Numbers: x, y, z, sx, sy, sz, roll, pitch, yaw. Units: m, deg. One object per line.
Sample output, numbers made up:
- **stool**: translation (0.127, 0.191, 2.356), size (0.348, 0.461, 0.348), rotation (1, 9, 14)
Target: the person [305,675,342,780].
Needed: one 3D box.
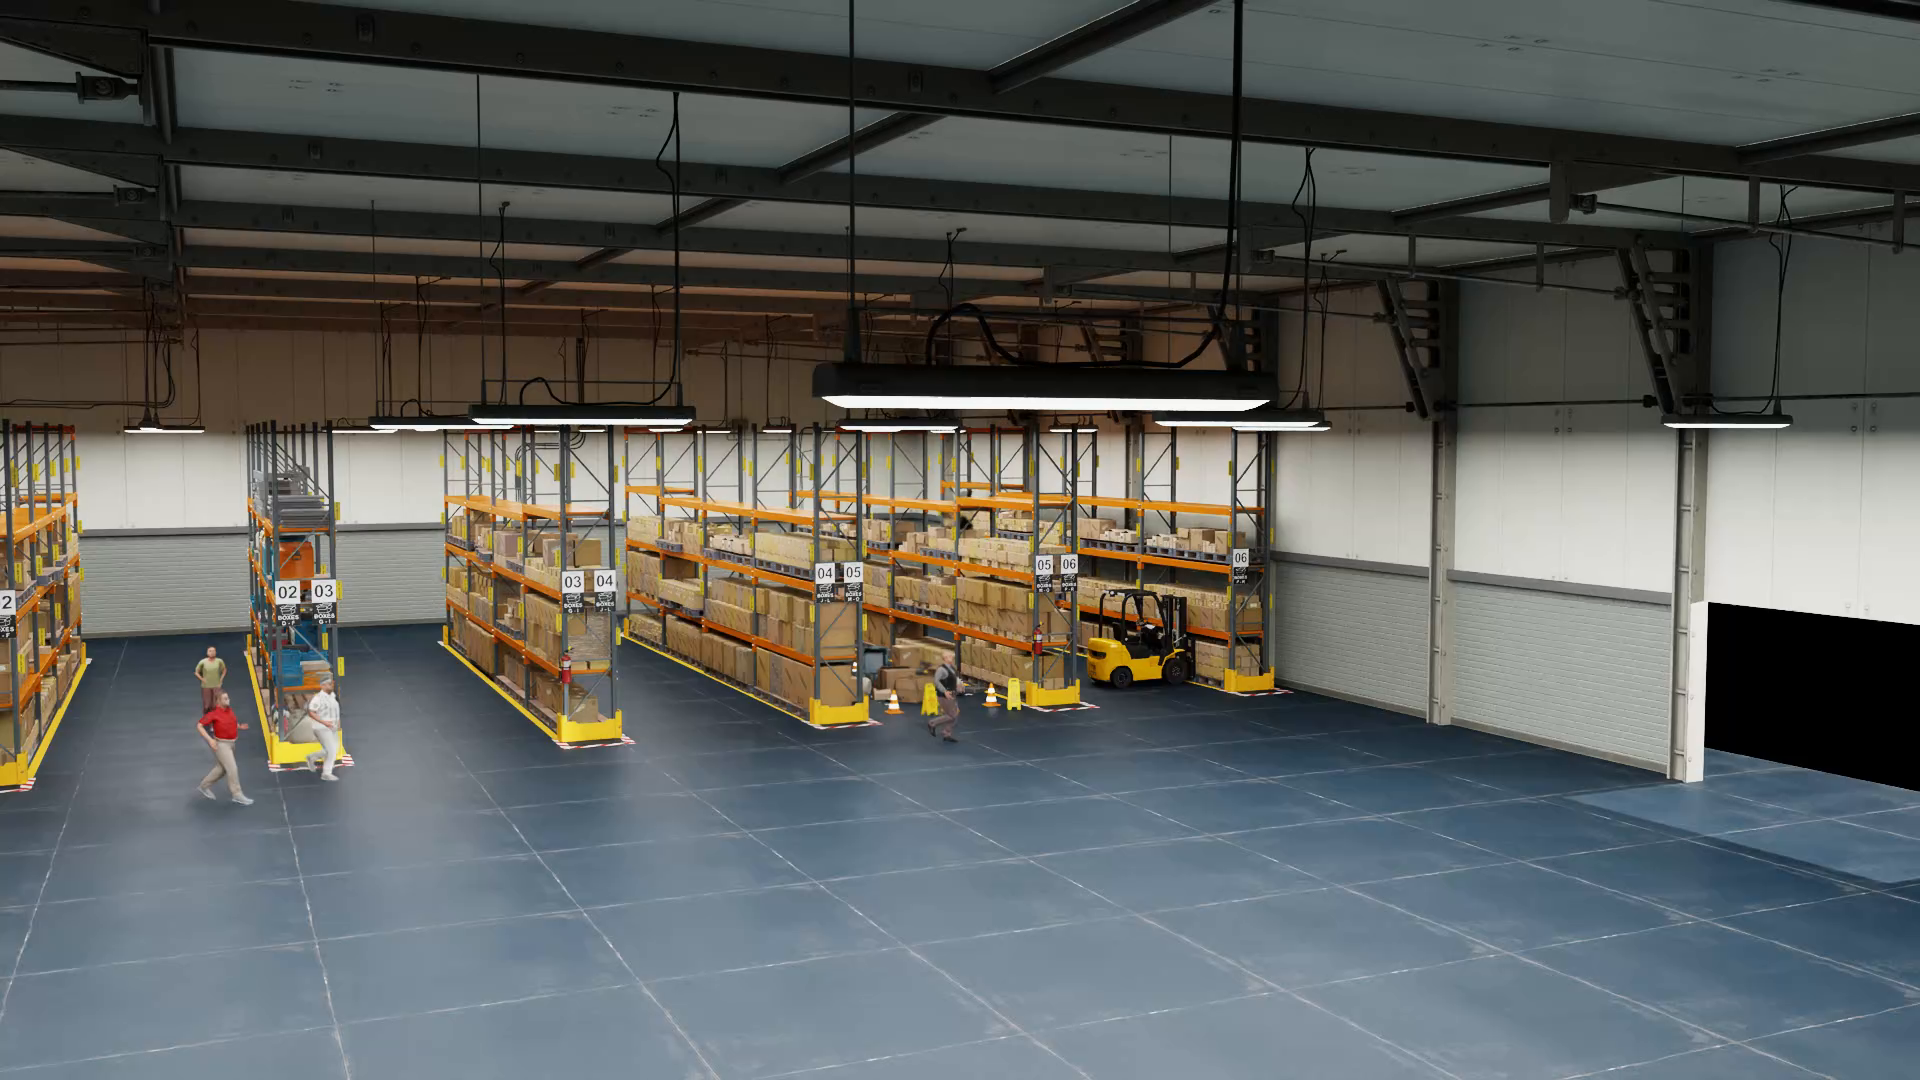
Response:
- **person**: translation (-10.659, 3.130, 27.825), size (0.644, 1.751, 0.704), rotation (1, 4, 9)

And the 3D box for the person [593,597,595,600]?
- **person**: translation (-10.603, 1.926, 48.455), size (0.819, 1.526, 0.704), rotation (-2, 4, -29)

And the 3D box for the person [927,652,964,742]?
- **person**: translation (-0.263, 2.937, 31.218), size (0.633, 1.697, 0.658), rotation (1, 4, 20)

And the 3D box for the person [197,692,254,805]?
- **person**: translation (-11.428, 3.221, 25.818), size (0.964, 1.727, 0.666), rotation (0, 4, 4)

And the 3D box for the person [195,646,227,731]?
- **person**: translation (-14.598, 2.869, 32.437), size (0.577, 1.643, 0.752), rotation (-2, 4, -32)
